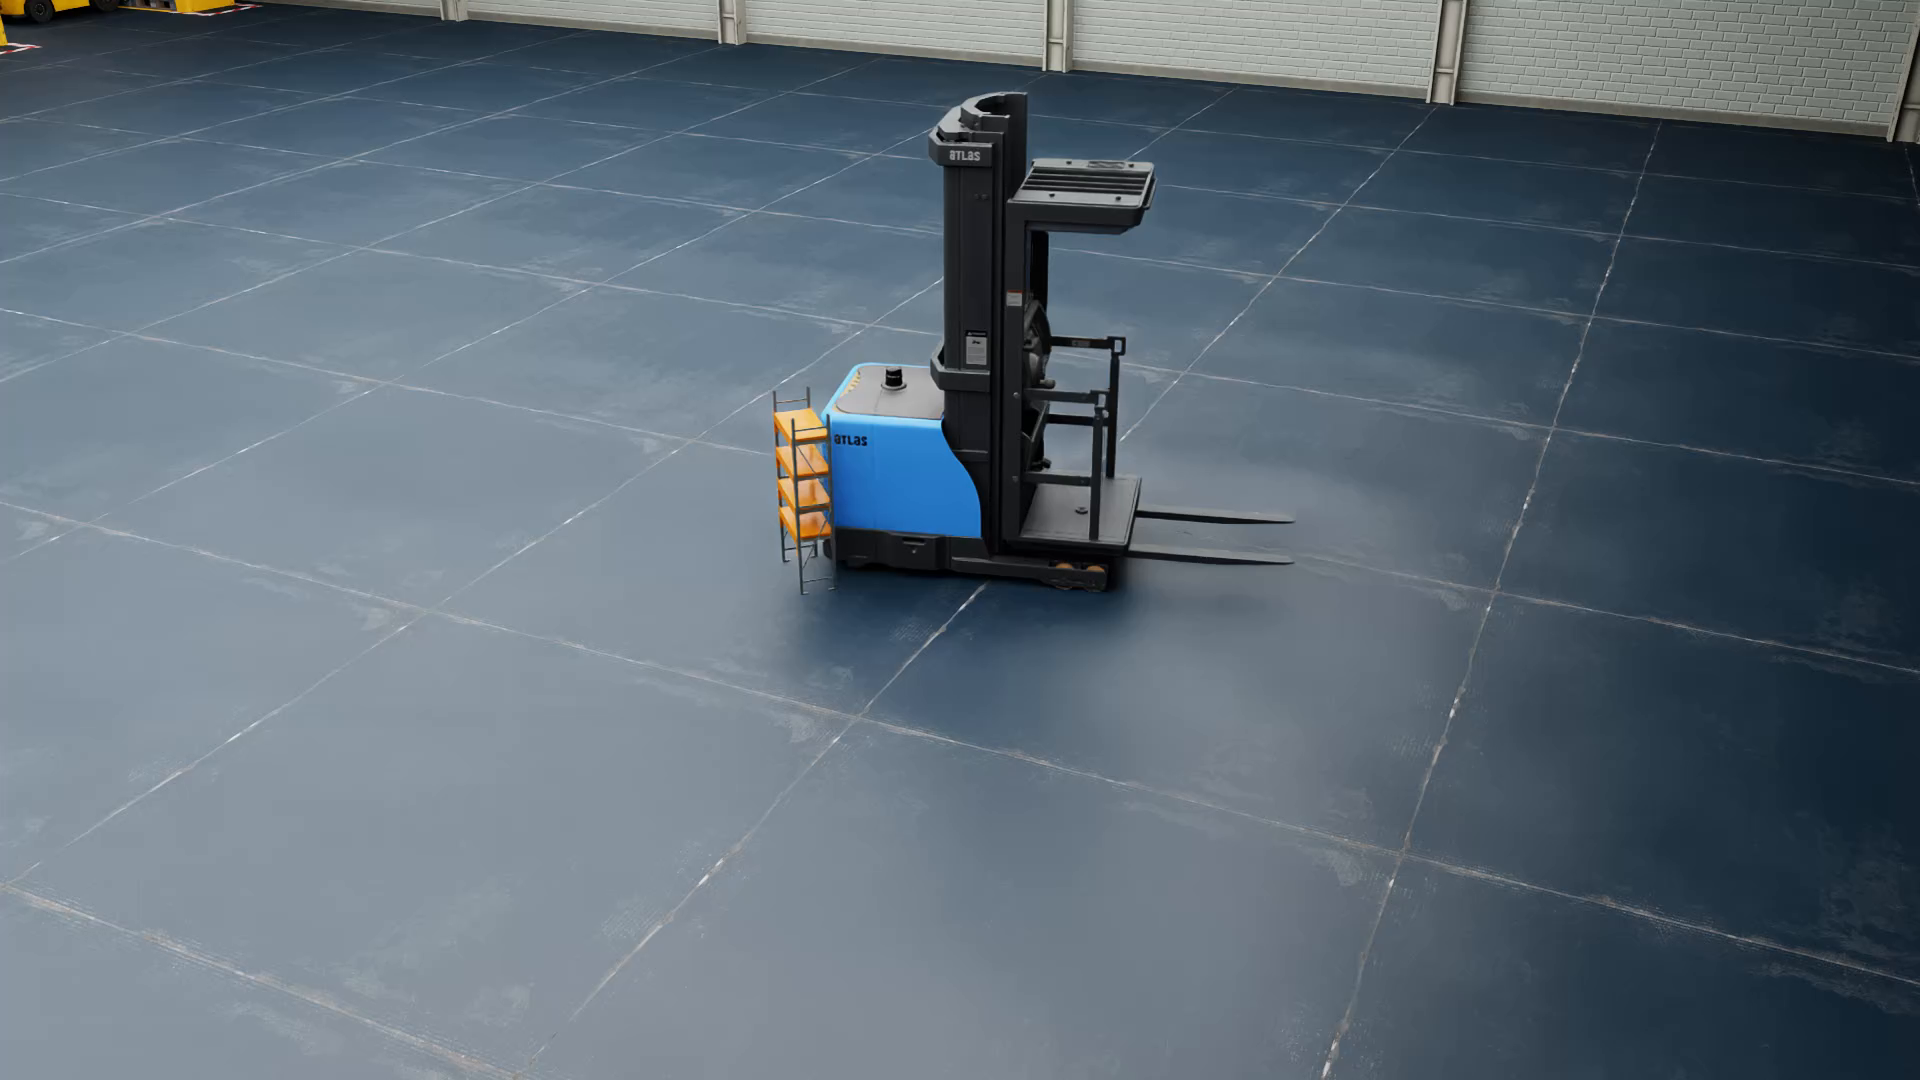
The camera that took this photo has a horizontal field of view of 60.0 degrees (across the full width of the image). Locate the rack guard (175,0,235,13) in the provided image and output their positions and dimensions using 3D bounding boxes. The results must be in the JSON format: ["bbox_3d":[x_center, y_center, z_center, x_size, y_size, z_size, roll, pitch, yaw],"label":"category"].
[{"bbox_3d":[-14.554,-10.497,32.004,0.348,0.500,1.175,11,28,22],"label":"rack guard"}]

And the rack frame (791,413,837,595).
[{"bbox_3d":[-0.902,-0.210,10.317,0.240,1.200,0.015,-9,28,-17],"label":"rack frame"}]

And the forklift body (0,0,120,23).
[{"bbox_3d":[-17.057,-10.855,30.863,1.214,2.155,2.313,11,28,22],"label":"forklift body"}]

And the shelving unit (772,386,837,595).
[{"bbox_3d":[-0.982,-0.312,10.524,0.258,1.200,0.503,-9,28,-17],"label":"shelving unit"}]

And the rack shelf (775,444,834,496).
[{"bbox_3d":[-0.982,-0.452,10.455,0.258,0.148,0.480,-9,28,-17],"label":"rack shelf"}]

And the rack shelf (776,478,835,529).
[{"bbox_3d":[-0.982,-0.252,10.554,0.258,0.148,0.480,-9,28,-17],"label":"rack shelf"}]

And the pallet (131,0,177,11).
[{"bbox_3d":[-15.289,-10.495,32.327,1.213,0.211,1.003,11,28,22],"label":"pallet"}]

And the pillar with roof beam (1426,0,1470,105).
[{"bbox_3d":[5.229,-8.685,18.702,0.400,9.000,9.100,11,28,22],"label":"pillar with roof beam"}]

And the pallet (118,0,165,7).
[{"bbox_3d":[-16.396,-10.718,32.781,1.213,0.211,1.003,11,28,22],"label":"pallet"}]

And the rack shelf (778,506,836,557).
[{"bbox_3d":[-0.981,-0.074,10.642,0.258,0.148,0.480,-9,28,-17],"label":"rack shelf"}]

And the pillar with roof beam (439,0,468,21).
[{"bbox_3d":[-11.156,-11.976,25.386,0.400,9.000,9.100,11,28,22],"label":"pillar with roof beam"}]

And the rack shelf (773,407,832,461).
[{"bbox_3d":[-0.983,-0.664,10.350,0.258,0.148,0.480,-9,28,-17],"label":"rack shelf"}]

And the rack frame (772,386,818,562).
[{"bbox_3d":[-1.061,-0.414,10.731,0.240,1.200,0.015,-9,28,-17],"label":"rack frame"}]

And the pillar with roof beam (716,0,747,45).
[{"bbox_3d":[-5.695,-10.879,23.158,0.400,9.000,9.100,11,28,22],"label":"pillar with roof beam"}]

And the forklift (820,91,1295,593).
[{"bbox_3d":[0.671,-1.236,10.442,3.031,2.935,1.130,5,27,9],"label":"forklift"}]

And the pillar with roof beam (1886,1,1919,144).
[{"bbox_3d":[10.691,-7.588,16.474,0.400,9.000,9.100,11,28,22],"label":"pillar with roof beam"}]

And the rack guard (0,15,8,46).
[{"bbox_3d":[-16.696,-8.519,27.986,0.348,0.500,1.175,11,28,22],"label":"rack guard"}]

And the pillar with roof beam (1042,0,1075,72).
[{"bbox_3d":[-0.233,-9.782,20.930,0.400,9.000,9.100,11,28,22],"label":"pillar with roof beam"}]
